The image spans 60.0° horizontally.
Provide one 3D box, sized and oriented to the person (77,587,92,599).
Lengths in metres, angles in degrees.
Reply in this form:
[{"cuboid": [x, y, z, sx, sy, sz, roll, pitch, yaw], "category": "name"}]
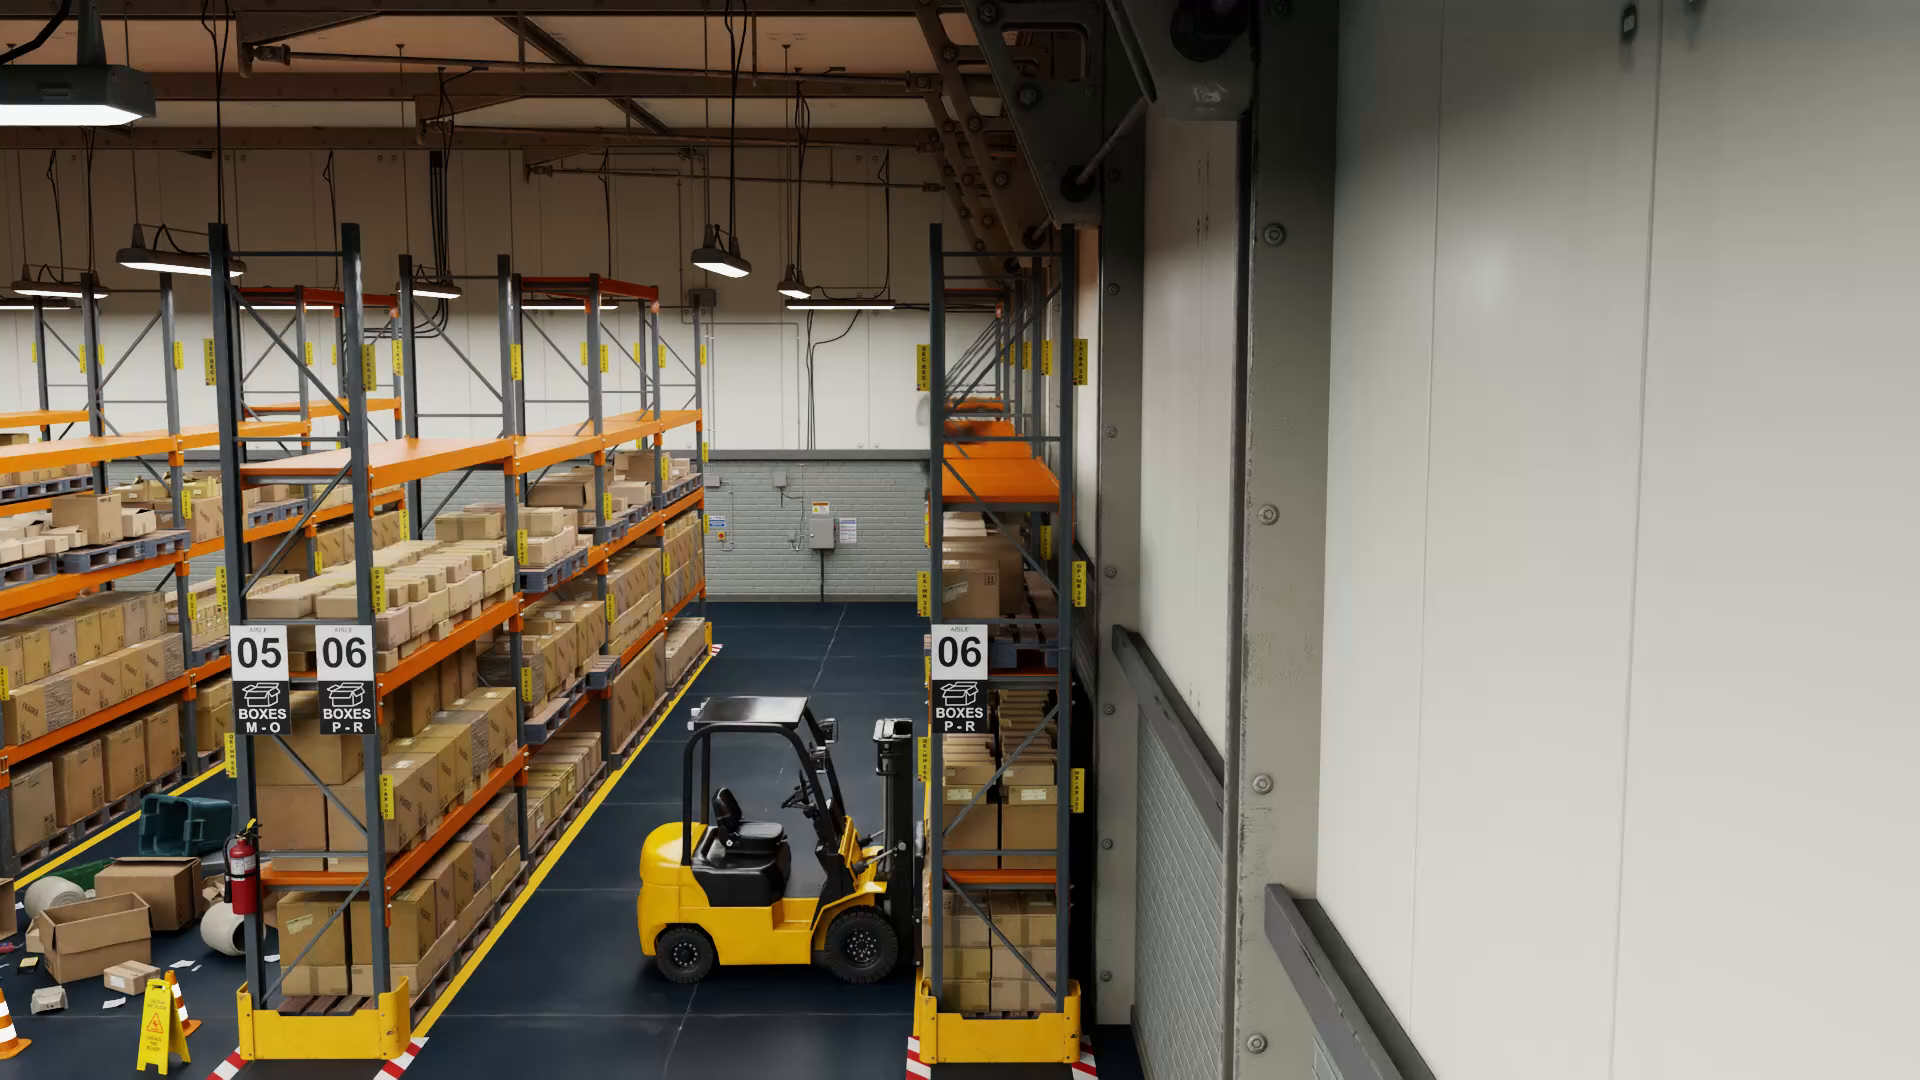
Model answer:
[{"cuboid": [-12.975, 1.498, 24.667, 0.505, 1.644, 0.711, -1, 7, -6], "category": "person"}]
